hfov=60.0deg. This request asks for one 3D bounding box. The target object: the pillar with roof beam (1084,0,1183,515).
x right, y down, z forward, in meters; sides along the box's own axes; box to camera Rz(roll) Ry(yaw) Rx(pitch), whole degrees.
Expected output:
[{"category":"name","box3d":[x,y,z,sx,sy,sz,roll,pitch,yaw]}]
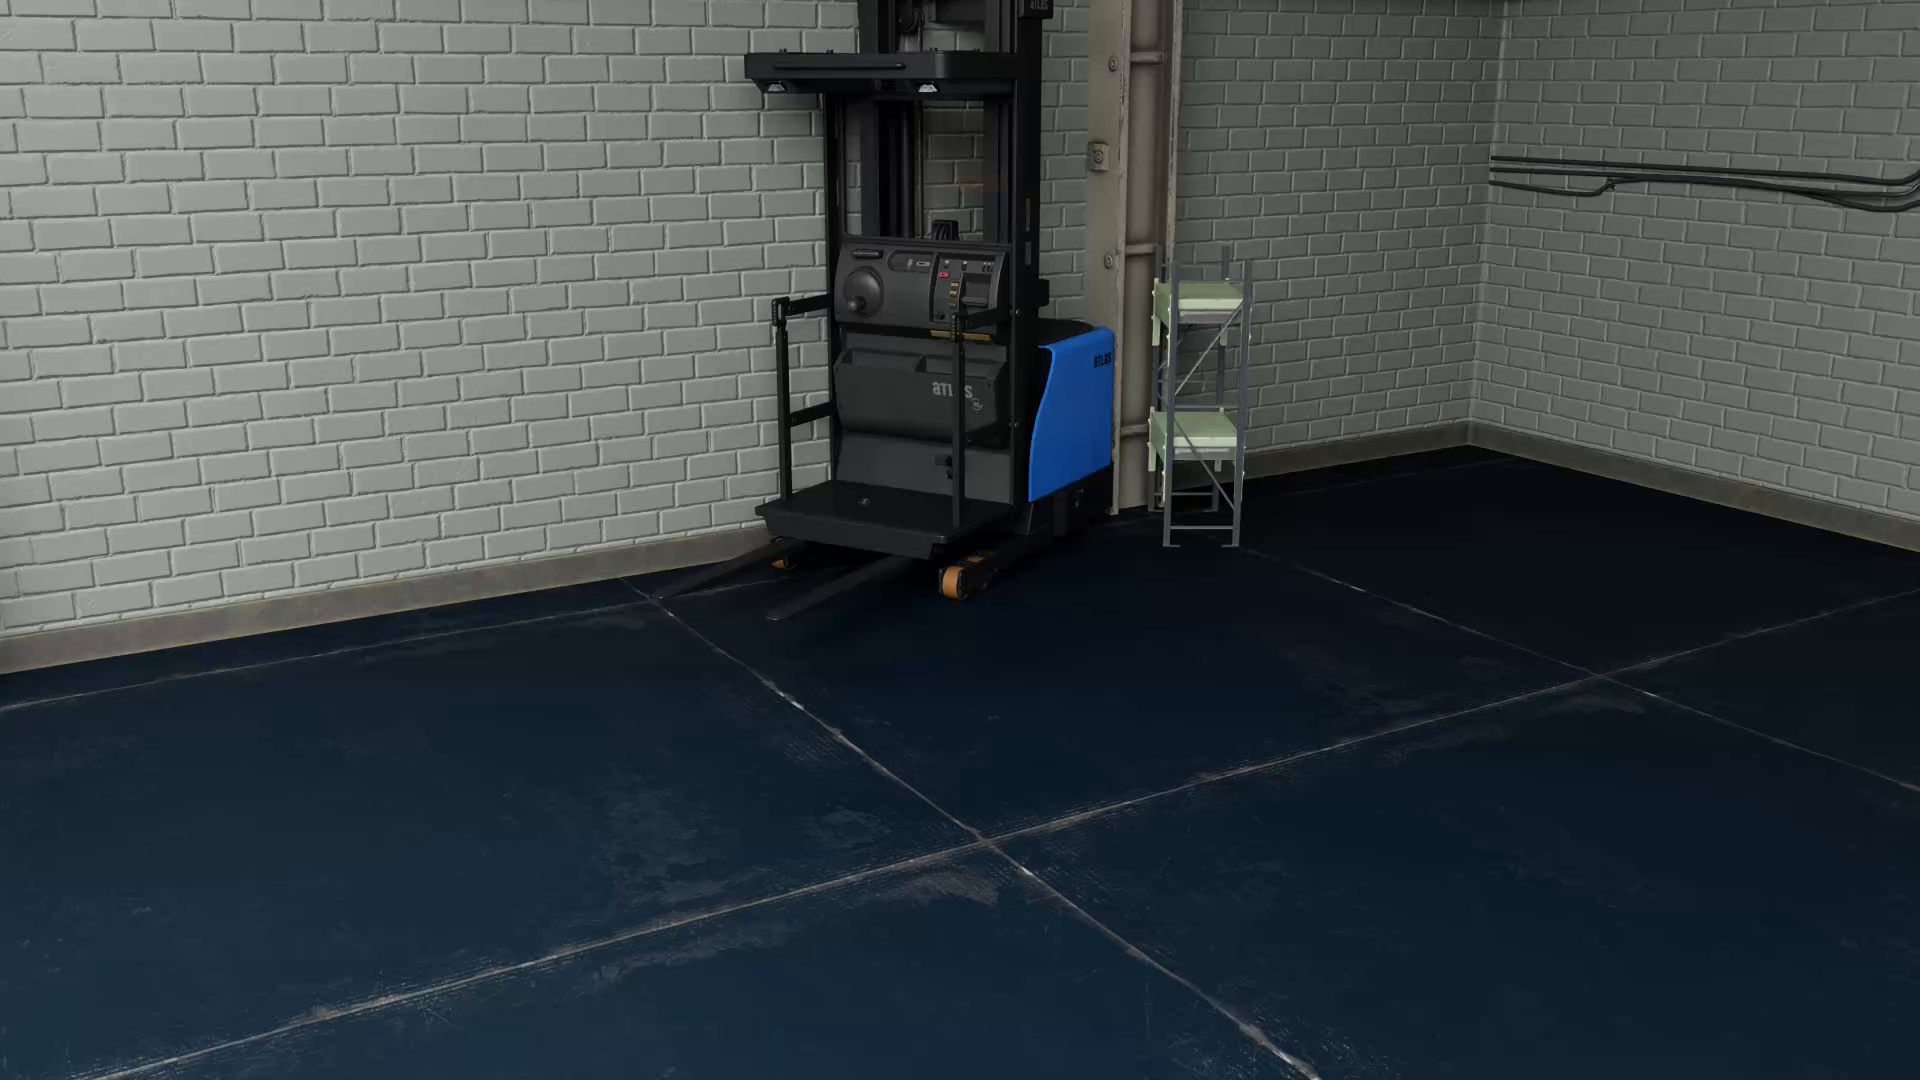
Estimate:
[{"category":"pillar with roof beam","box3d":[3.161,-3.541,4.869,0.400,9.000,9.100,-9,18,-30]}]

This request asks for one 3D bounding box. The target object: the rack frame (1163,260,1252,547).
[{"category":"rack frame","box3d":[1.273,-0.688,8.586,0.400,1.500,0.023,0,16,0]}]

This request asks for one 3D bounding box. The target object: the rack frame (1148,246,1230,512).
[{"category":"rack frame","box3d":[1.272,-0.886,9.291,0.400,1.500,0.023,0,16,0]}]

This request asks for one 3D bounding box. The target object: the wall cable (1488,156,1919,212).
[{"category":"wall cable","box3d":[4.150,-3.145,9.211,0.112,2.526,3.097,-9,18,-30]}]

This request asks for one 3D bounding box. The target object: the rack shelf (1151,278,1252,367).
[{"category":"rack shelf","box3d":[1.272,-1.163,8.833,0.431,0.370,0.720,0,16,0]}]

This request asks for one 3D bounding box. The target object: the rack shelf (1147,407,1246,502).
[{"category":"rack shelf","box3d":[1.272,-0.473,9.027,0.431,0.370,0.720,0,16,0]}]

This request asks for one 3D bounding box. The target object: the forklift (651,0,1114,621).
[{"category":"forklift","box3d":[-0.307,-1.265,7.992,1.130,2.935,3.031,9,18,28]}]

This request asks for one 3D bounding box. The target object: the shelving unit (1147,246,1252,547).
[{"category":"shelving unit","box3d":[1.272,-0.787,8.939,0.431,1.500,0.755,0,16,0]}]
